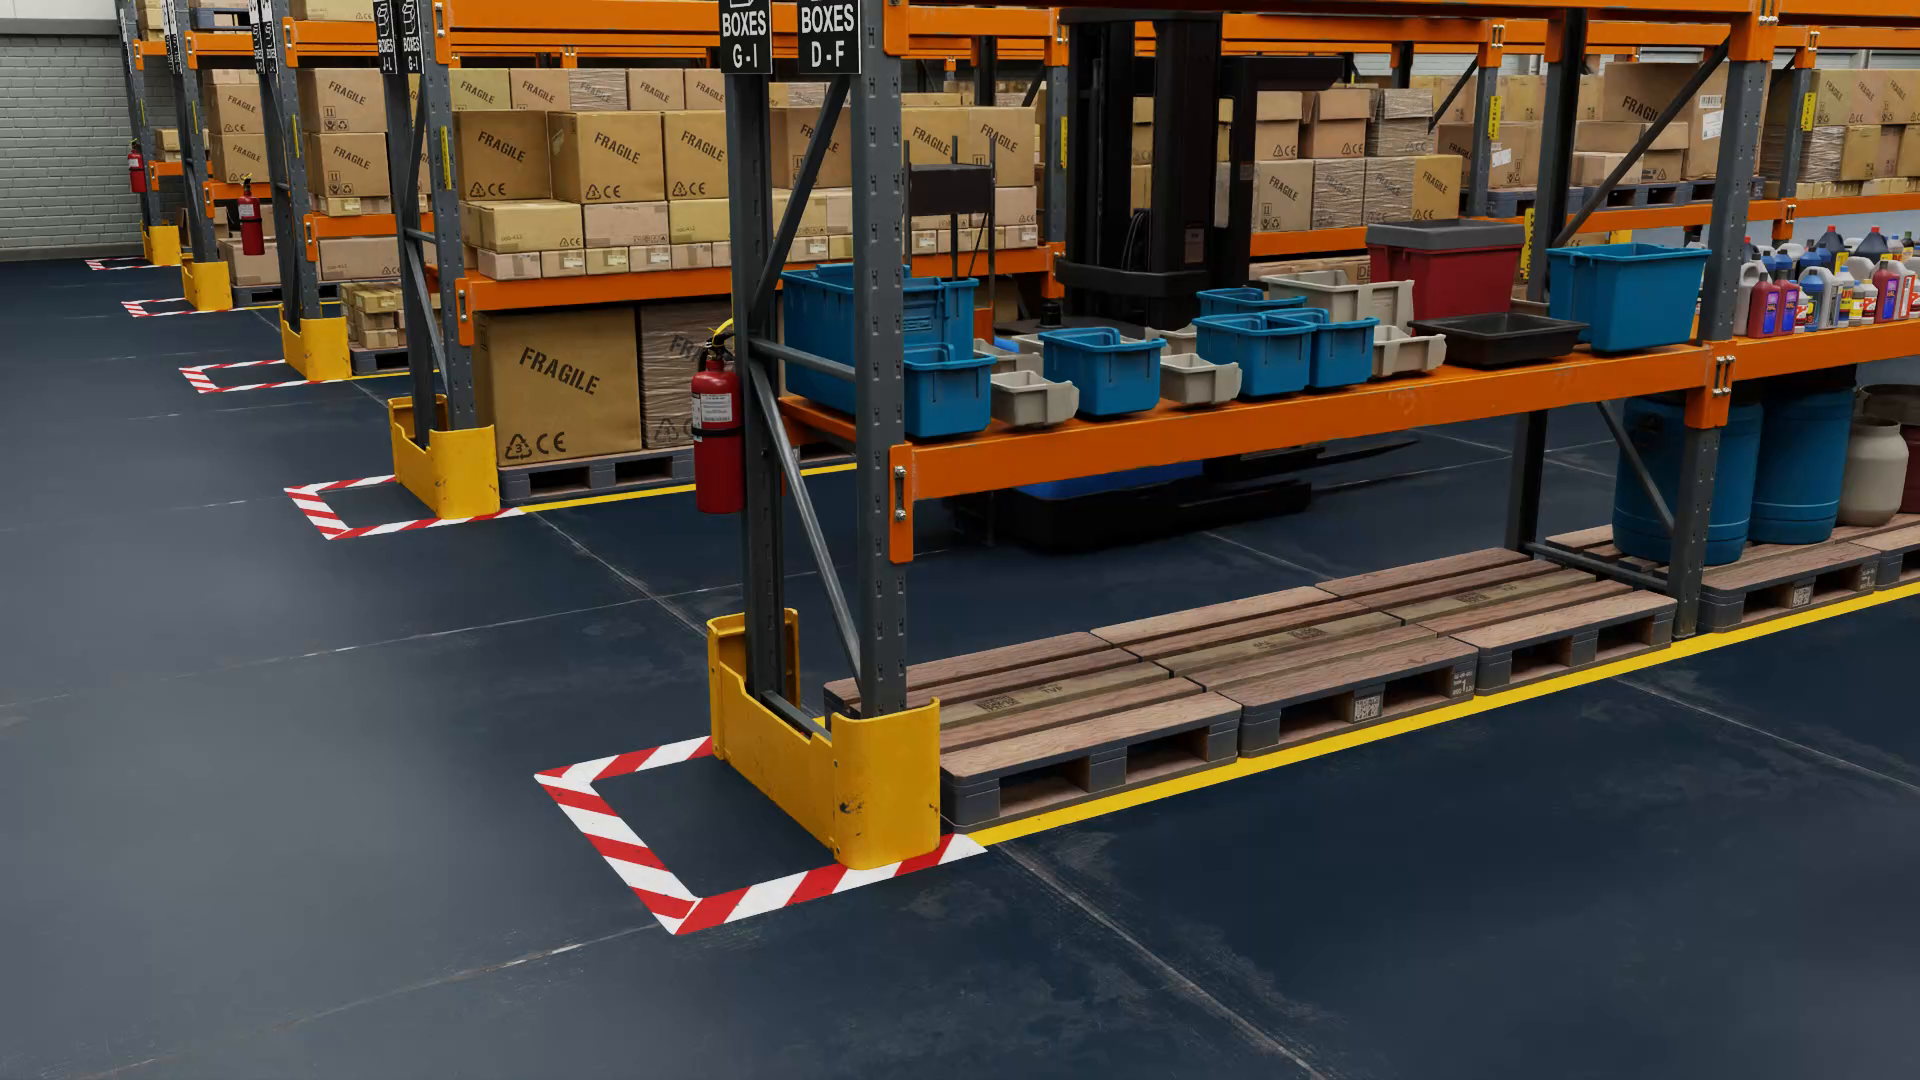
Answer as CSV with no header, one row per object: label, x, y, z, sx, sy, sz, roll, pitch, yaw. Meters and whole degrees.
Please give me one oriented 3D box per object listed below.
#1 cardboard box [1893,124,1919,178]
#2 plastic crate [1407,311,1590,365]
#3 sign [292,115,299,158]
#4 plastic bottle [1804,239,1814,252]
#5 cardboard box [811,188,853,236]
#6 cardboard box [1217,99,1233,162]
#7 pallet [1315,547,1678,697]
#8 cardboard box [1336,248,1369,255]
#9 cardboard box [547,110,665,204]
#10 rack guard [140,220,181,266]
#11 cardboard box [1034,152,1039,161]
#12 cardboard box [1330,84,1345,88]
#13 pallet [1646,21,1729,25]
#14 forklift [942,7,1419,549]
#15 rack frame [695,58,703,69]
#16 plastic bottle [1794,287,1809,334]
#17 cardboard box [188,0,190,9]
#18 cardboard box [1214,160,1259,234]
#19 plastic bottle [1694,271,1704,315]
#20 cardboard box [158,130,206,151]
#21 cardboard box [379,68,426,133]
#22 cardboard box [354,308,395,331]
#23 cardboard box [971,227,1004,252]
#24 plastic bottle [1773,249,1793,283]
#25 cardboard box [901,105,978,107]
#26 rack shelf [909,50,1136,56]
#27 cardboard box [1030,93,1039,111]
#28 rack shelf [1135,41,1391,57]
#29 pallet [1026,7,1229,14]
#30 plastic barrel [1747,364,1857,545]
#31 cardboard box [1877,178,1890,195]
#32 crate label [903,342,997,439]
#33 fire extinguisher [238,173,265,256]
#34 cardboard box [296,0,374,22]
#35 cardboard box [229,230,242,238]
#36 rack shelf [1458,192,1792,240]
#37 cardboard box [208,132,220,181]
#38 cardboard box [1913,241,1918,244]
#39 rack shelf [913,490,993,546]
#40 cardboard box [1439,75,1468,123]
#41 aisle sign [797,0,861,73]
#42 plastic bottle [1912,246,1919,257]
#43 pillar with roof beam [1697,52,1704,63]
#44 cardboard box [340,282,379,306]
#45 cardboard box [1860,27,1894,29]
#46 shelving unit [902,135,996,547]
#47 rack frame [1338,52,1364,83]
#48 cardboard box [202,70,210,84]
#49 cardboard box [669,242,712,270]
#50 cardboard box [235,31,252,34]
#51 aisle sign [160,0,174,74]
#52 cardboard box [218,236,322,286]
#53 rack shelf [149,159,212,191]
cardboard box,8.952,-3.835,16.296,0.500,0.500,0.875,-9,18,-30
plastic crate,2.133,-0.802,6.611,0.590,0.125,0.437,-9,18,-30
sign,-5.214,-3.166,13.042,0.005,0.325,0.100,-9,18,-30
plastic bottle,4.360,-1.411,8.602,0.133,0.283,0.061,-9,18,-30
cardboard box,-0.720,-2.074,10.479,0.500,0.250,0.500,-9,18,-29
cardboard box,1.541,-2.983,11.952,0.637,0.503,0.797,-9,18,-29
pallet,2.344,0.331,7.338,1.213,0.211,1.003,-9,18,-30
cardboard box,3.230,-1.913,13.335,0.875,0.875,1.225,-10,19,-32
cardboard box,-2.046,-2.219,9.605,0.500,0.500,0.500,-10,18,-31
rack guard,-10.623,-3.961,22.112,0.348,0.500,1.175,-9,18,-30
cardboard box,0.744,-3.823,16.678,0.250,0.149,0.380,-9,18,-29
cardboard box,3.931,-4.930,18.901,0.500,0.500,0.700,-10,18,-31
pallet,5.789,-4.529,14.299,1.003,0.211,1.213,-9,18,-30
forklift,1.401,-1.654,9.379,3.031,2.935,1.130,-11,19,-33
rack frame,-3.831,-6.266,25.705,0.127,3.000,1.000,-9,18,-30
plastic bottle,3.692,-1.018,7.353,0.097,0.201,0.097,0,16,0
cardboard box,-9.733,-6.980,21.495,0.500,0.250,0.500,-9,18,-30
cardboard box,1.786,-2.463,11.953,0.500,0.500,0.500,-10,18,-31
plastic bottle,3.519,-1.181,7.935,0.097,0.201,0.097,0,16,0
cardboard box,-10.161,-5.225,21.720,0.500,0.250,0.500,-9,18,-29
cardboard box,-4.542,-3.620,13.677,0.500,0.500,0.500,-9,18,-28
cardboard box,-4.912,-1.861,13.943,0.250,0.149,0.380,-8,18,-27
cardboard box,0.090,-1.994,10.931,0.250,0.149,0.380,-9,18,-29
plastic bottle,4.067,-1.304,8.242,0.097,0.271,0.097,0,16,0
cardboard box,-0.139,-2.694,11.299,0.500,0.500,0.500,-9,18,-30
rack shelf,0.443,-6.494,22.293,4.000,0.370,1.077,-9,18,-30
cardboard box,1.010,-5.810,22.566,0.500,0.500,0.500,-9,18,-28
rack shelf,3.079,-5.362,18.258,4.000,0.370,1.077,-9,18,-30
pallet,1.164,-3.760,11.563,1.217,0.209,0.805,-10,19,-32
plastic barrel,4.036,-0.485,8.192,0.708,0.901,0.600,-9,18,-30
cardboard box,8.659,-3.400,15.946,0.250,0.149,0.380,-9,18,-30
crate label,-0.093,-0.473,5.240,0.303,0.233,0.416,-9,18,-30
fire extinguisher,-5.947,-2.729,13.924,0.183,0.674,0.296,-9,18,-30
cardboard box,-4.977,-4.250,13.234,0.500,0.250,0.500,-8,18,-28
cardboard box,-9.731,-4.096,22.469,0.250,0.149,0.380,-10,19,-32
rack shelf,5.546,-2.757,14.519,4.000,0.370,1.077,-9,18,-30
cardboard box,-7.852,-4.182,18.087,0.500,0.500,0.500,-9,18,-29
cardboard box,10.146,-2.853,17.382,0.500,0.500,0.500,-6,17,-19
rack shelf,-0.142,-0.301,8.737,0.480,0.518,0.431,-9,18,-30
cardboard box,5.539,-5.281,19.915,0.550,0.550,0.875,-9,18,-30
aisle sign,-0.383,-1.740,4.743,0.004,0.787,0.394,-9,18,-30
plastic bottle,5.221,-1.505,9.091,0.097,0.201,0.097,0,16,0
pillar with roof beam,19.612,-11.884,34.633,0.400,9.000,9.100,-9,18,-30
cardboard box,-5.170,-2.123,14.326,0.250,0.149,0.380,-9,18,-29
cardboard box,8.229,-4.831,15.307,0.500,0.250,0.500,-9,18,-30
shelving unit,-0.142,-0.988,8.544,0.503,2.100,0.431,-9,18,-30
rack frame,4.793,-4.543,19.558,0.127,3.000,1.000,-9,18,-30
cardboard box,-7.925,-4.944,17.750,0.250,0.149,0.380,-9,18,-29
cardboard box,-1.671,-1.708,9.912,0.250,0.149,0.380,-10,18,-31
cardboard box,-9.368,-6.591,21.772,0.250,0.149,0.380,-9,18,-30
aisle sign,-8.350,-5.319,17.512,0.004,0.787,0.394,-9,18,-30
cardboard box,-7.615,-3.089,18.341,0.875,0.438,0.875,-10,18,-32
rack shelf,-8.974,-5.085,22.826,4.000,0.370,1.077,-9,18,-30
